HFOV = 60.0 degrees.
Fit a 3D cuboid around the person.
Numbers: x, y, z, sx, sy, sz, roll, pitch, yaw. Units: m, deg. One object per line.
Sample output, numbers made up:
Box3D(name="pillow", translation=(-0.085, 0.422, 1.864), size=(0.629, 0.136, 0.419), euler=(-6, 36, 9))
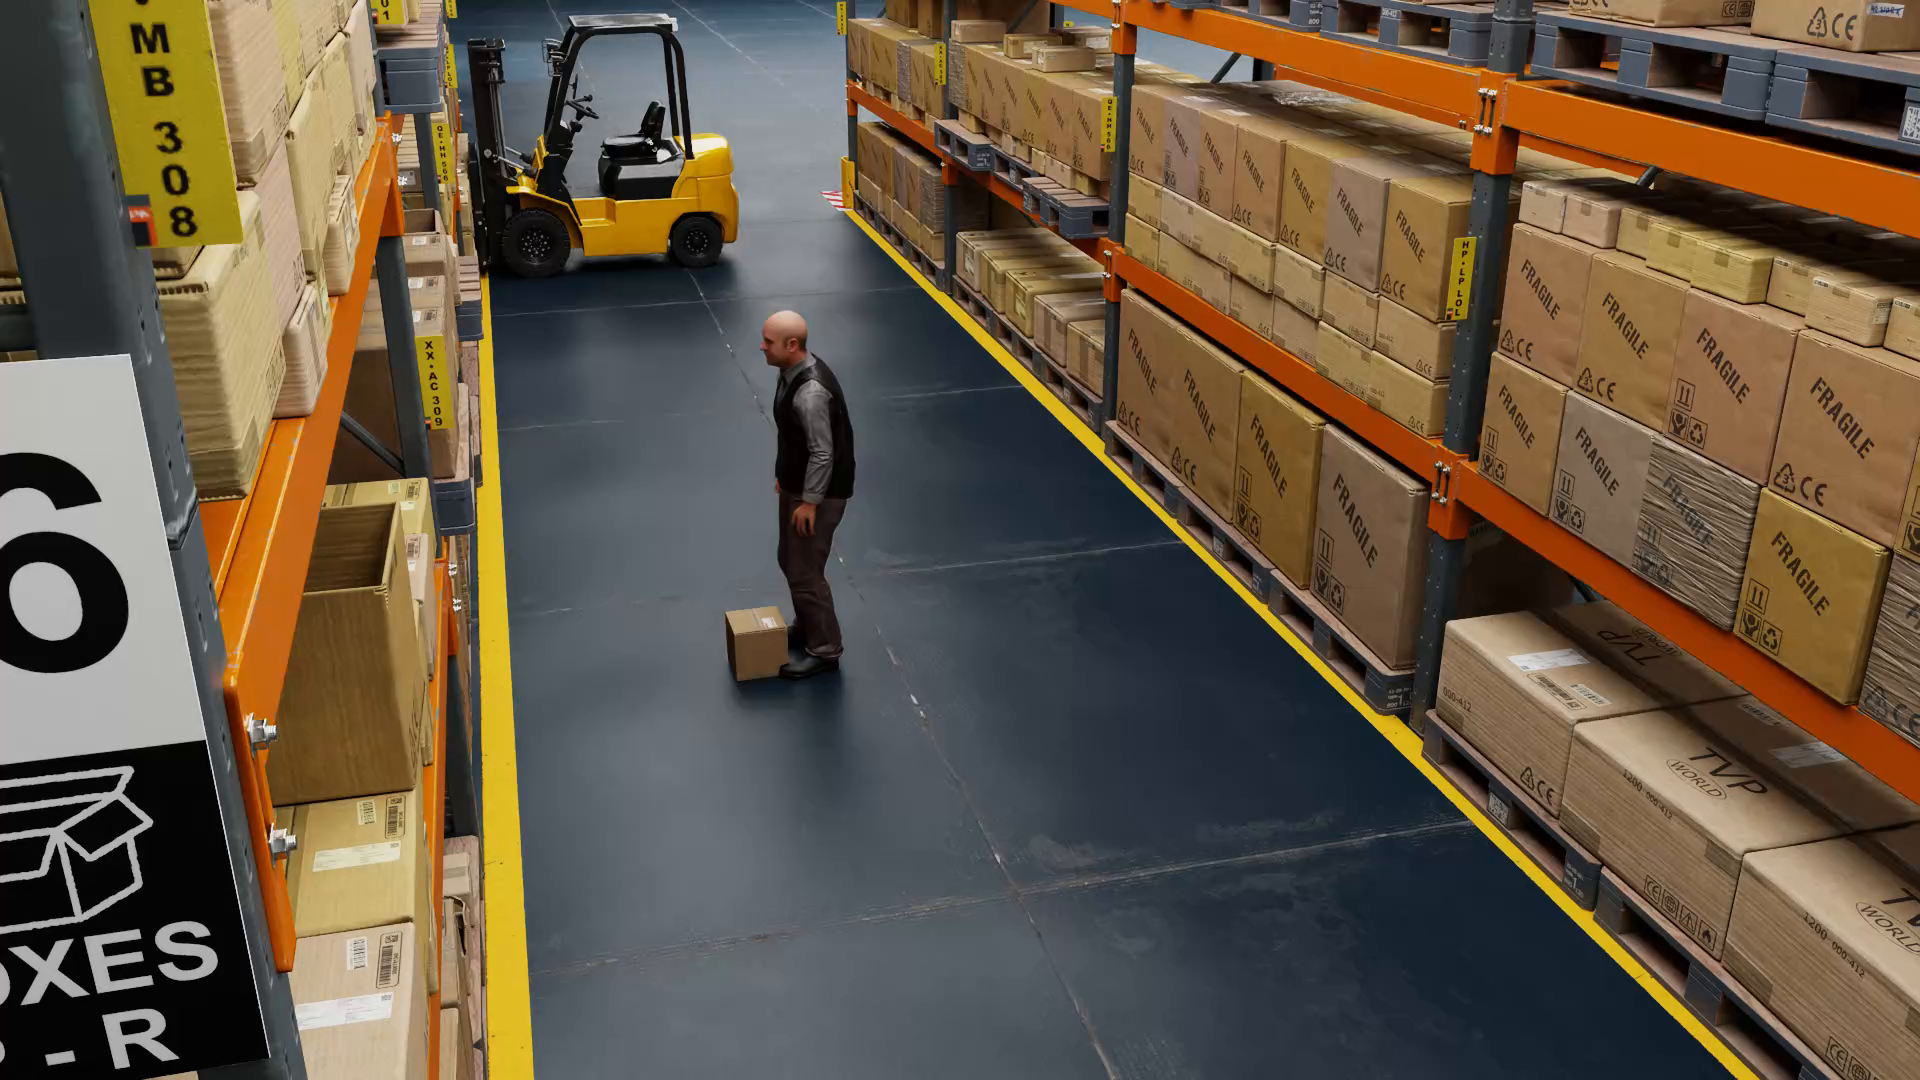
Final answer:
Box3D(name="person", translation=(-0.694, -0.224, 7.657), size=(0.415, 1.721, 0.580), euler=(-6, 24, -14))
